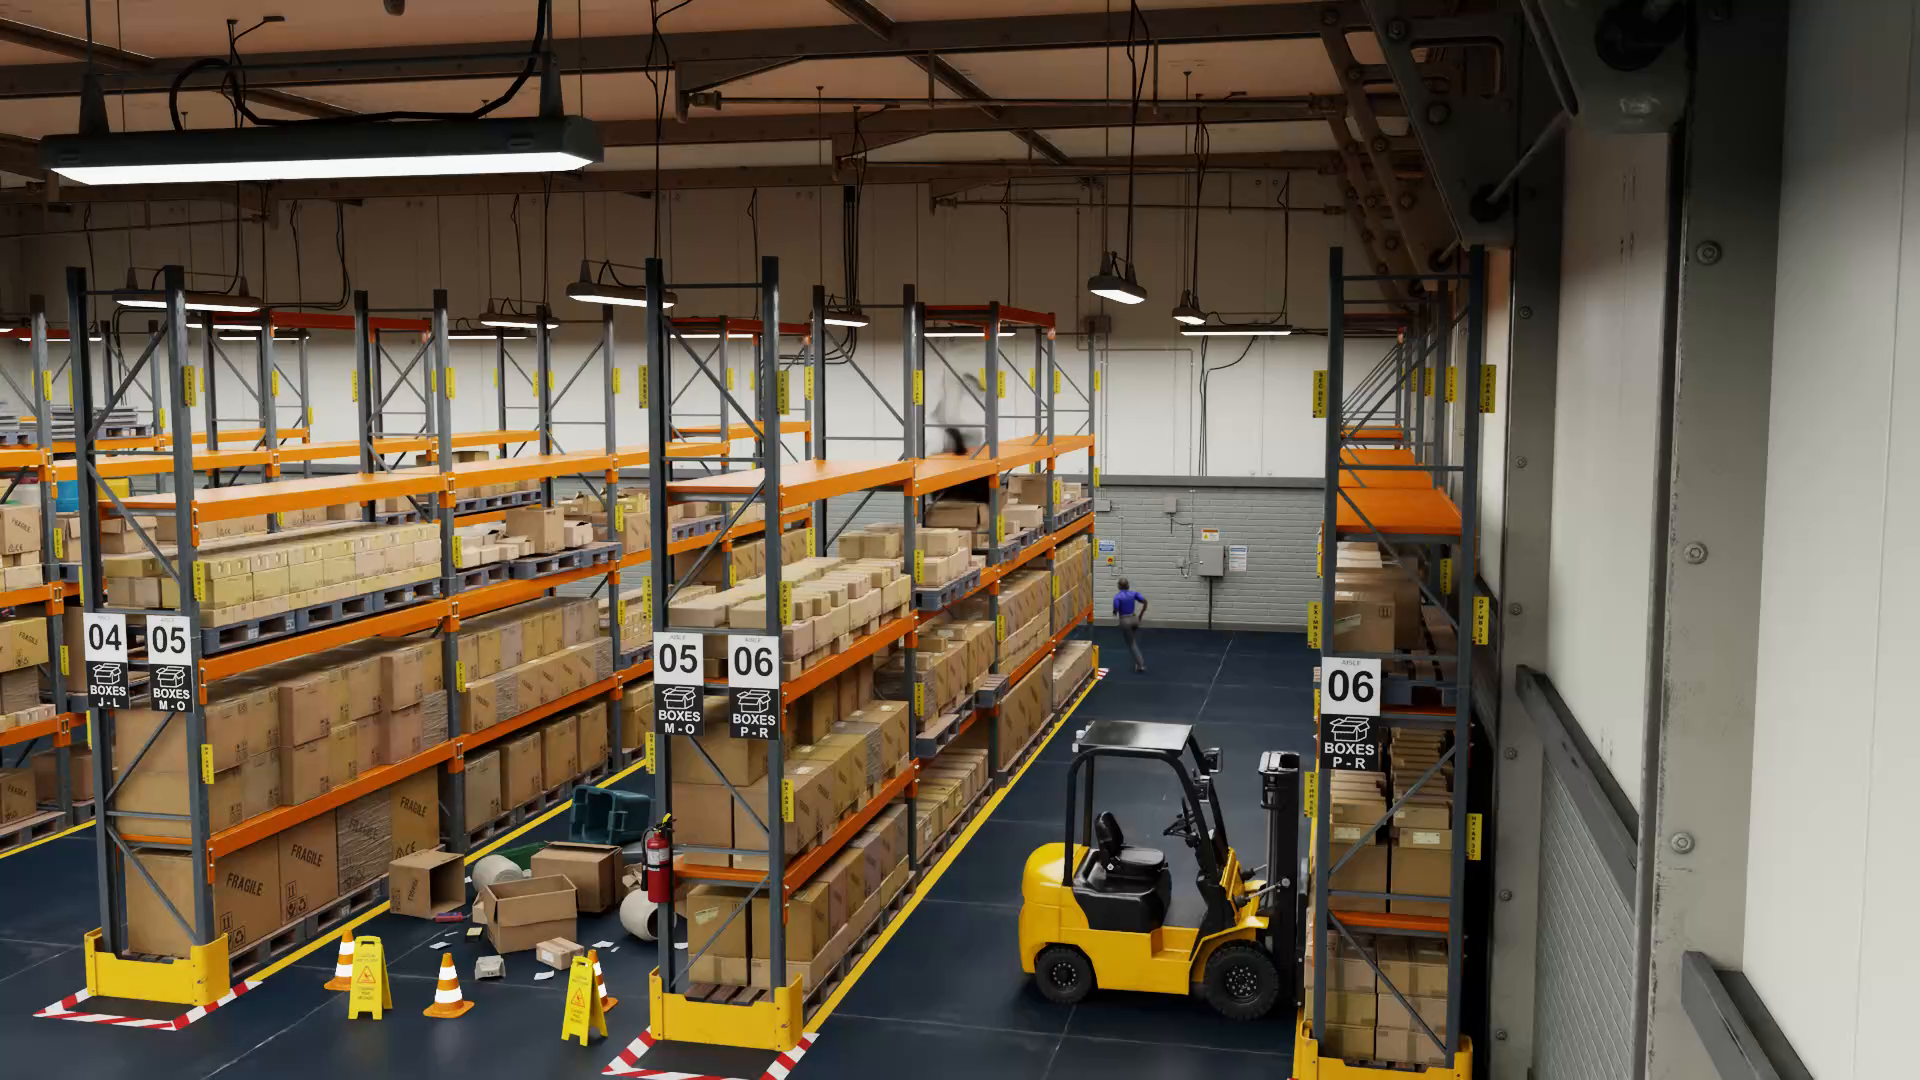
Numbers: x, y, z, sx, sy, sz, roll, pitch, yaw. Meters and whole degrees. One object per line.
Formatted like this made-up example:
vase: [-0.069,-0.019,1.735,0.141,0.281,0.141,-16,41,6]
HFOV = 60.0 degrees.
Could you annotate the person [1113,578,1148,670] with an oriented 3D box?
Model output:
person: [2.919,1.467,28.754,0.618,1.632,0.684,-4,7,-32]
